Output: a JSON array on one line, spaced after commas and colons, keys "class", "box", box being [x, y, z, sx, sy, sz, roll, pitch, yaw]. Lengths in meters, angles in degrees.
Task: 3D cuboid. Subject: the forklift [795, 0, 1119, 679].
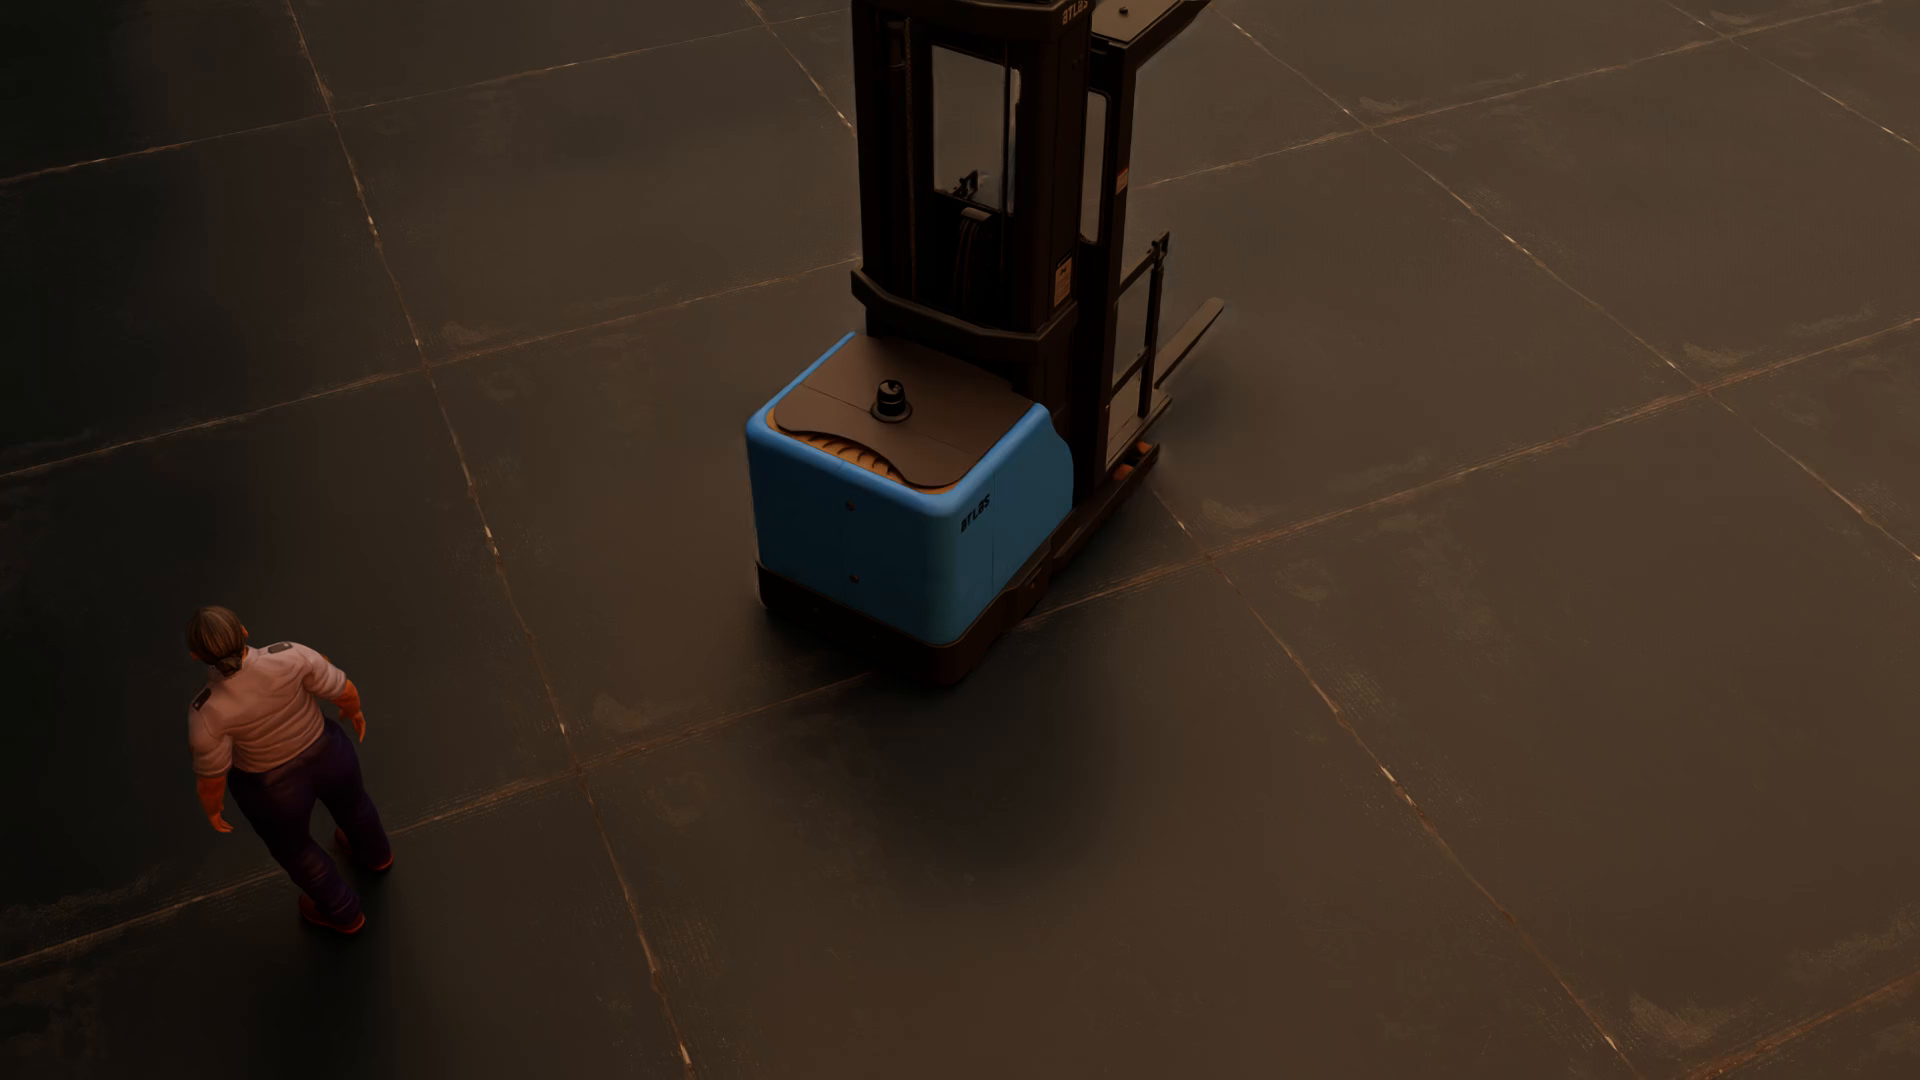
[{"class": "forklift", "box": [0.088, -1.495, 7.282, 1.130, 2.935, 3.031, 7, 43, 7]}]

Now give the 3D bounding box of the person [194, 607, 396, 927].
[{"class": "person", "box": [-2.378, 0.754, 5.804, 0.504, 1.653, 0.590, 29, 50, 27]}]
